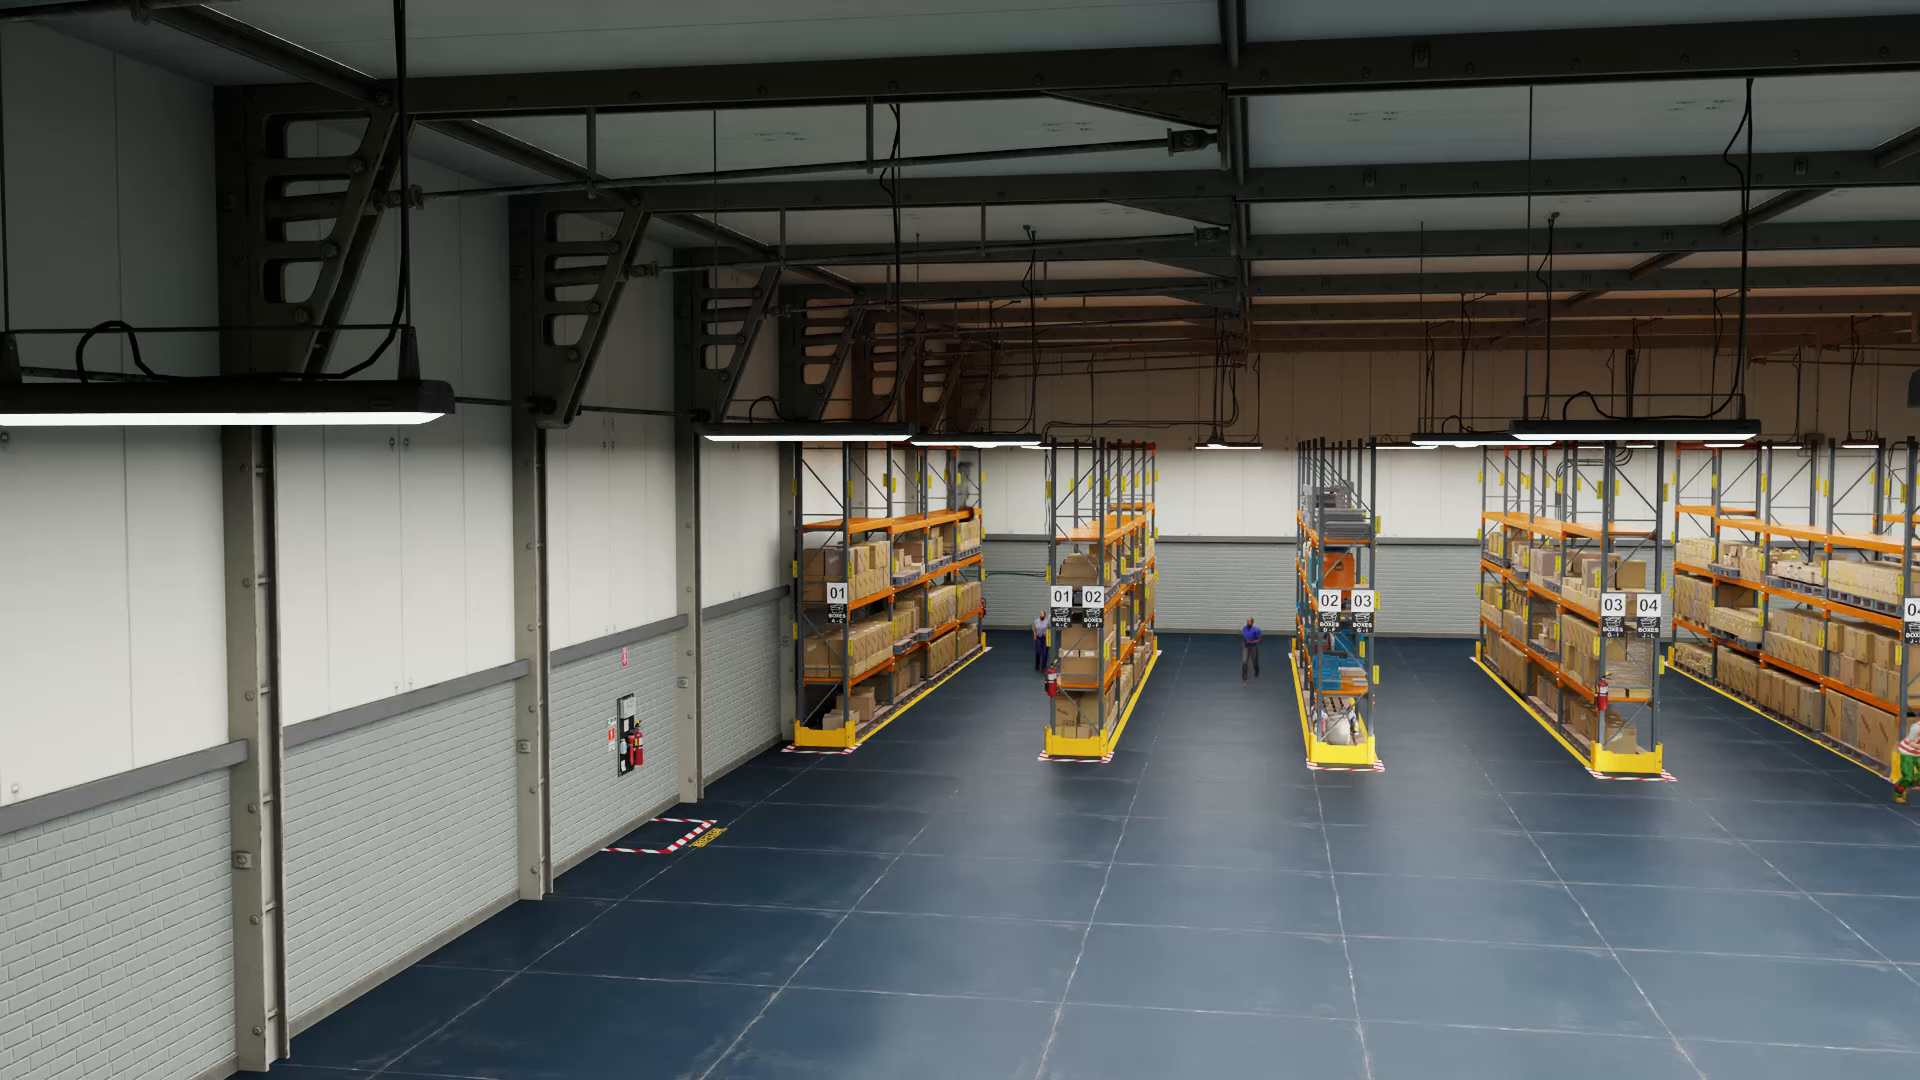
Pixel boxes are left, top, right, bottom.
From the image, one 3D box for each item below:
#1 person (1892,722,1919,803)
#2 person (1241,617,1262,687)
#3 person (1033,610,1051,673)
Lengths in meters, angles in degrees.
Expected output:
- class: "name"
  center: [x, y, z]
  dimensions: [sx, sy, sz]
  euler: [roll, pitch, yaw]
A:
- class: "person"
  center: [15.526, 3.497, 26.888]
  dimensions: [0.699, 1.595, 0.854]
  euler: [-1, 3, -23]
- class: "person"
  center: [7.204, 2.742, 41.041]
  dimensions: [0.528, 1.685, 1.081]
  euler: [1, 3, 22]
- class: "person"
  center: [2.147, 2.634, 43.141]
  dimensions: [0.580, 1.637, 0.638]
  euler: [0, 3, 9]
